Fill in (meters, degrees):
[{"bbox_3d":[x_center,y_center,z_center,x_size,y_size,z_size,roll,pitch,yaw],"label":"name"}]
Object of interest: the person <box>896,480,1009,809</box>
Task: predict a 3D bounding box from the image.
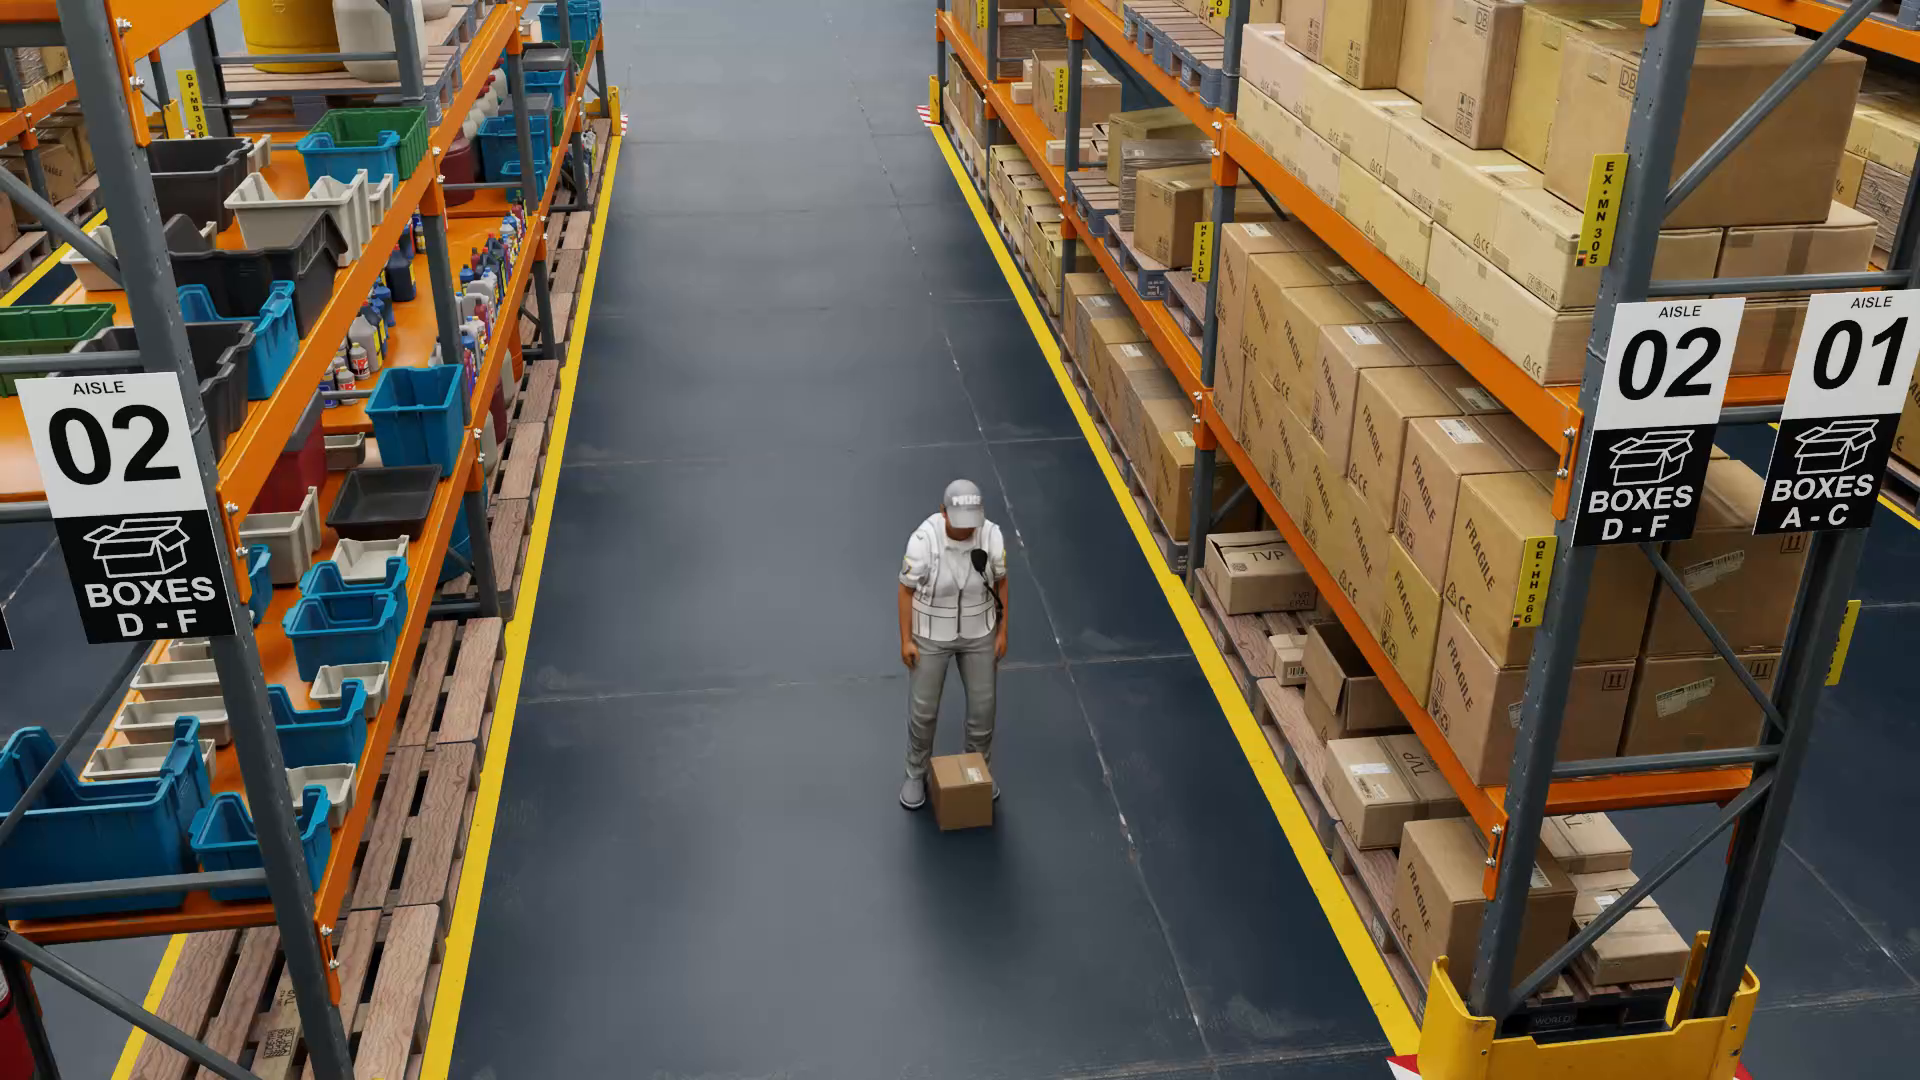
[{"bbox_3d":[-0.034,0.461,7.718,0.538,1.666,0.465,-3,28,-7],"label":"person"}]
